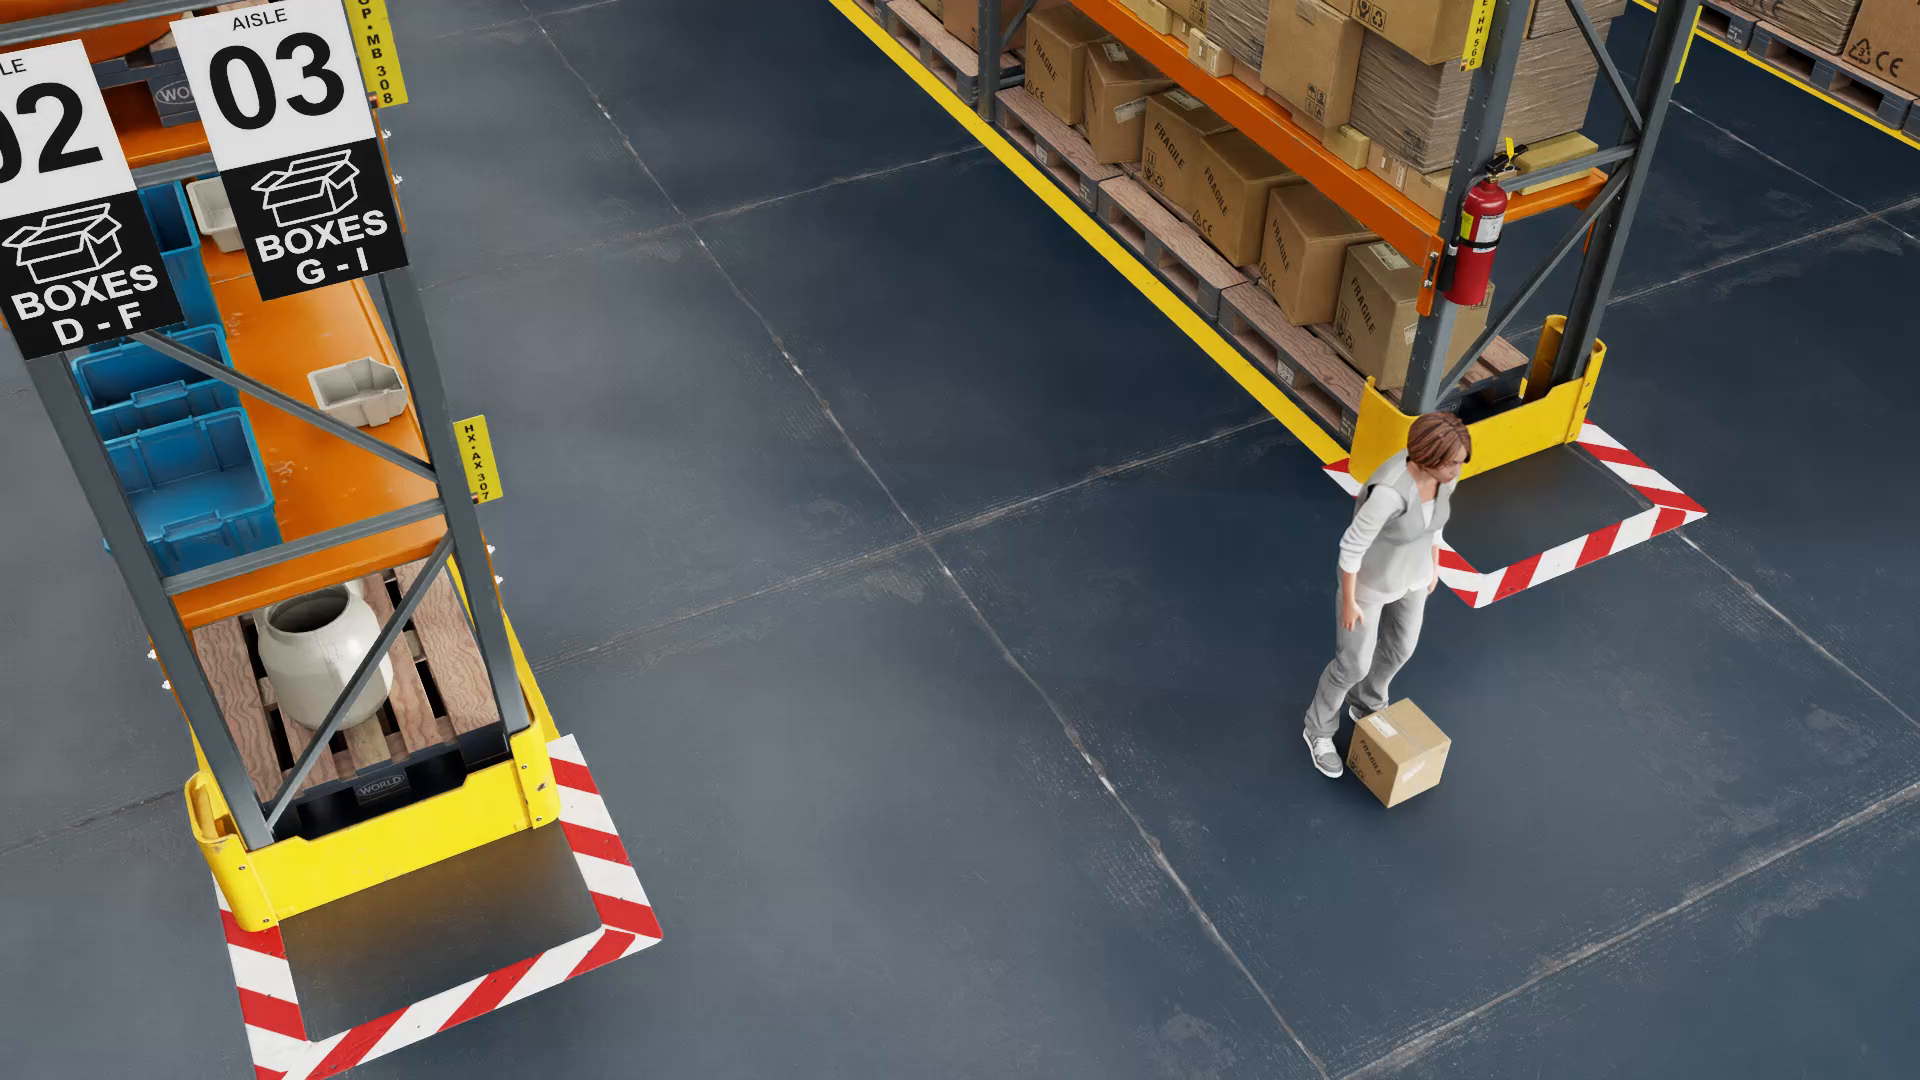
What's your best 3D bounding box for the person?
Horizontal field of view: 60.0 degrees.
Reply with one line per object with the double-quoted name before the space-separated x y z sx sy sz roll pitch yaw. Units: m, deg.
"person" 1.539 0.169 5.979 0.474 1.592 0.349 -20 46 -21
